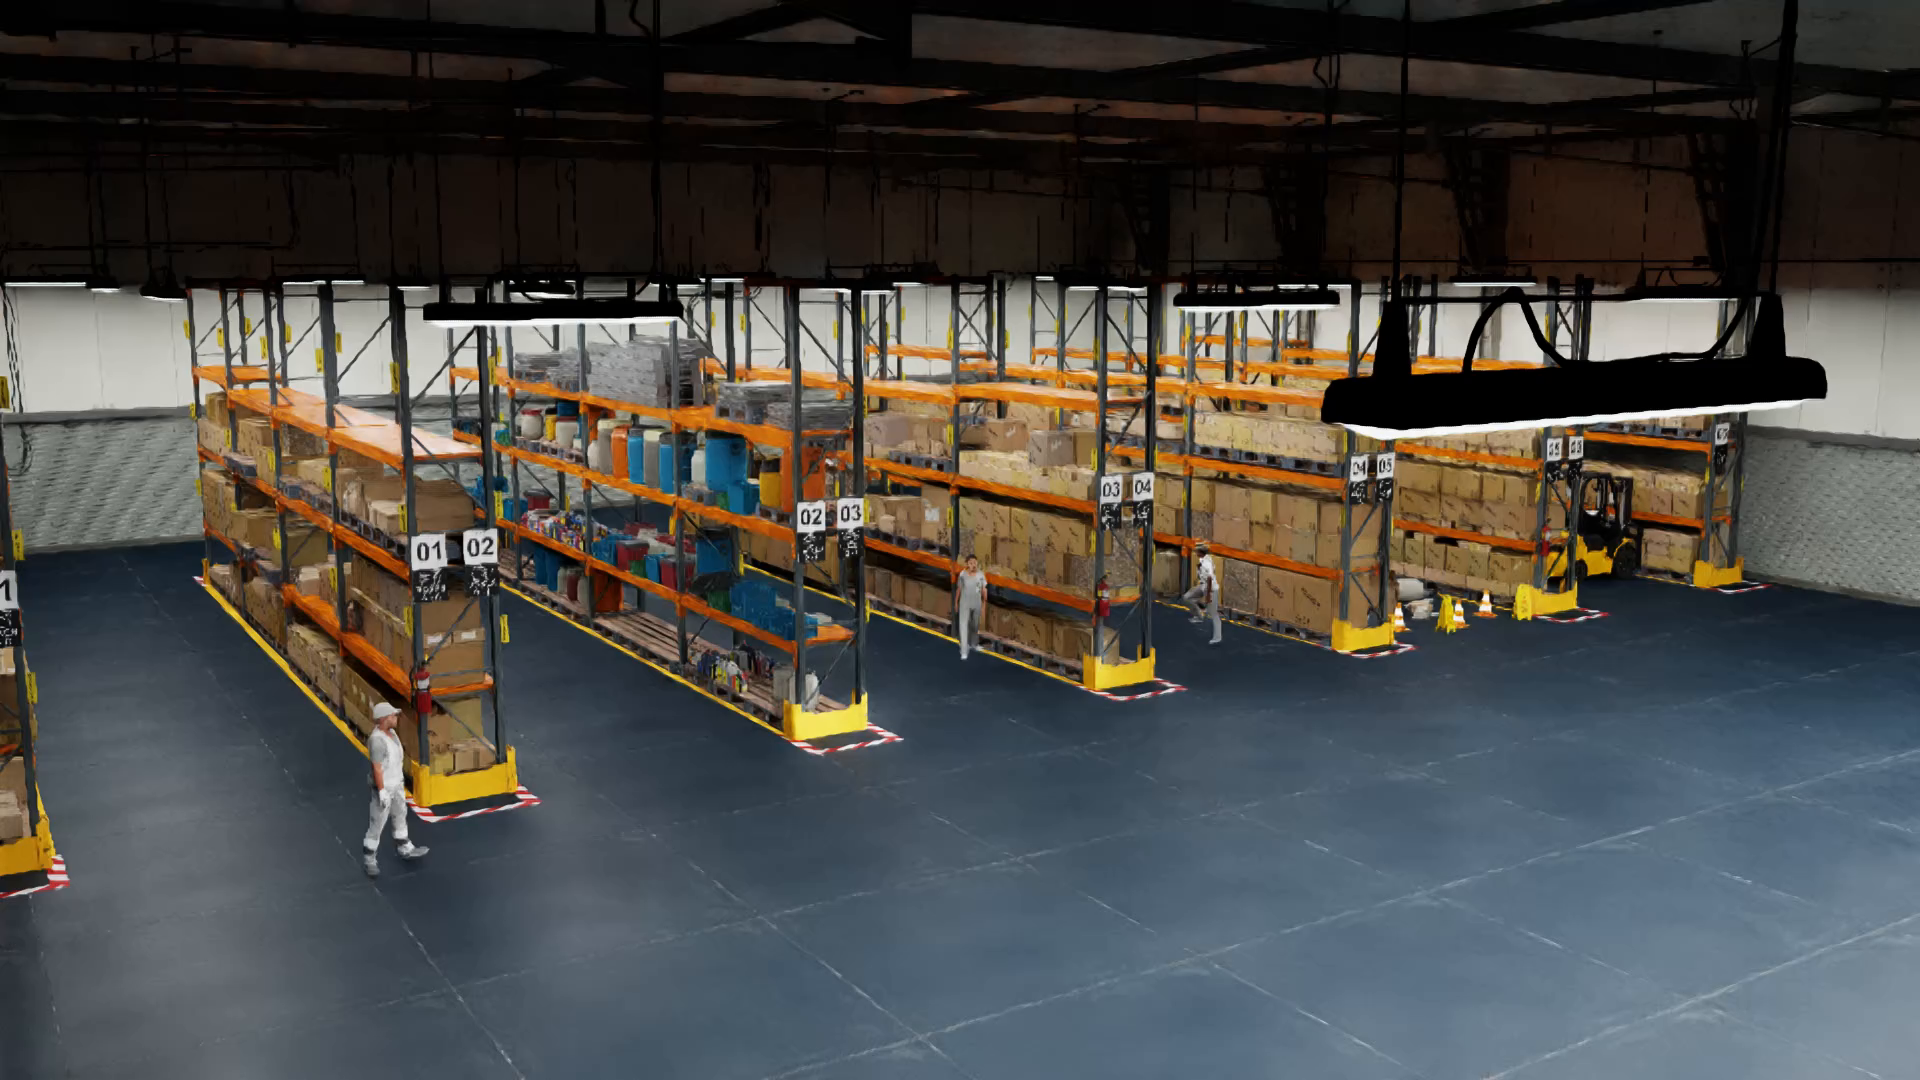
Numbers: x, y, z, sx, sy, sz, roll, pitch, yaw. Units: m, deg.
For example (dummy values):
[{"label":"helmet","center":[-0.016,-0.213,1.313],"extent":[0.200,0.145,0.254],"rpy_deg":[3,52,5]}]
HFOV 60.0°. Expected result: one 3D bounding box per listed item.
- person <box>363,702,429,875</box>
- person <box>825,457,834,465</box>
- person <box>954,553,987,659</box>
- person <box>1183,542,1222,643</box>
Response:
[{"label":"person","center":[-5.974,2.550,17.405],"extent":[0.528,1.784,0.702],"rpy_deg":[0,10,1]},{"label":"person","center":[-3.277,-1.394,41.041],"extent":[0.527,1.769,0.656],"rpy_deg":[-3,10,-19]},{"label":"person","center":[0.174,0.991,25.543],"extent":[0.482,1.611,0.949],"rpy_deg":[-1,10,-9]},{"label":"person","center":[4.090,0.860,27.845],"extent":[0.607,1.654,0.573],"rpy_deg":[-1,10,-3]}]
